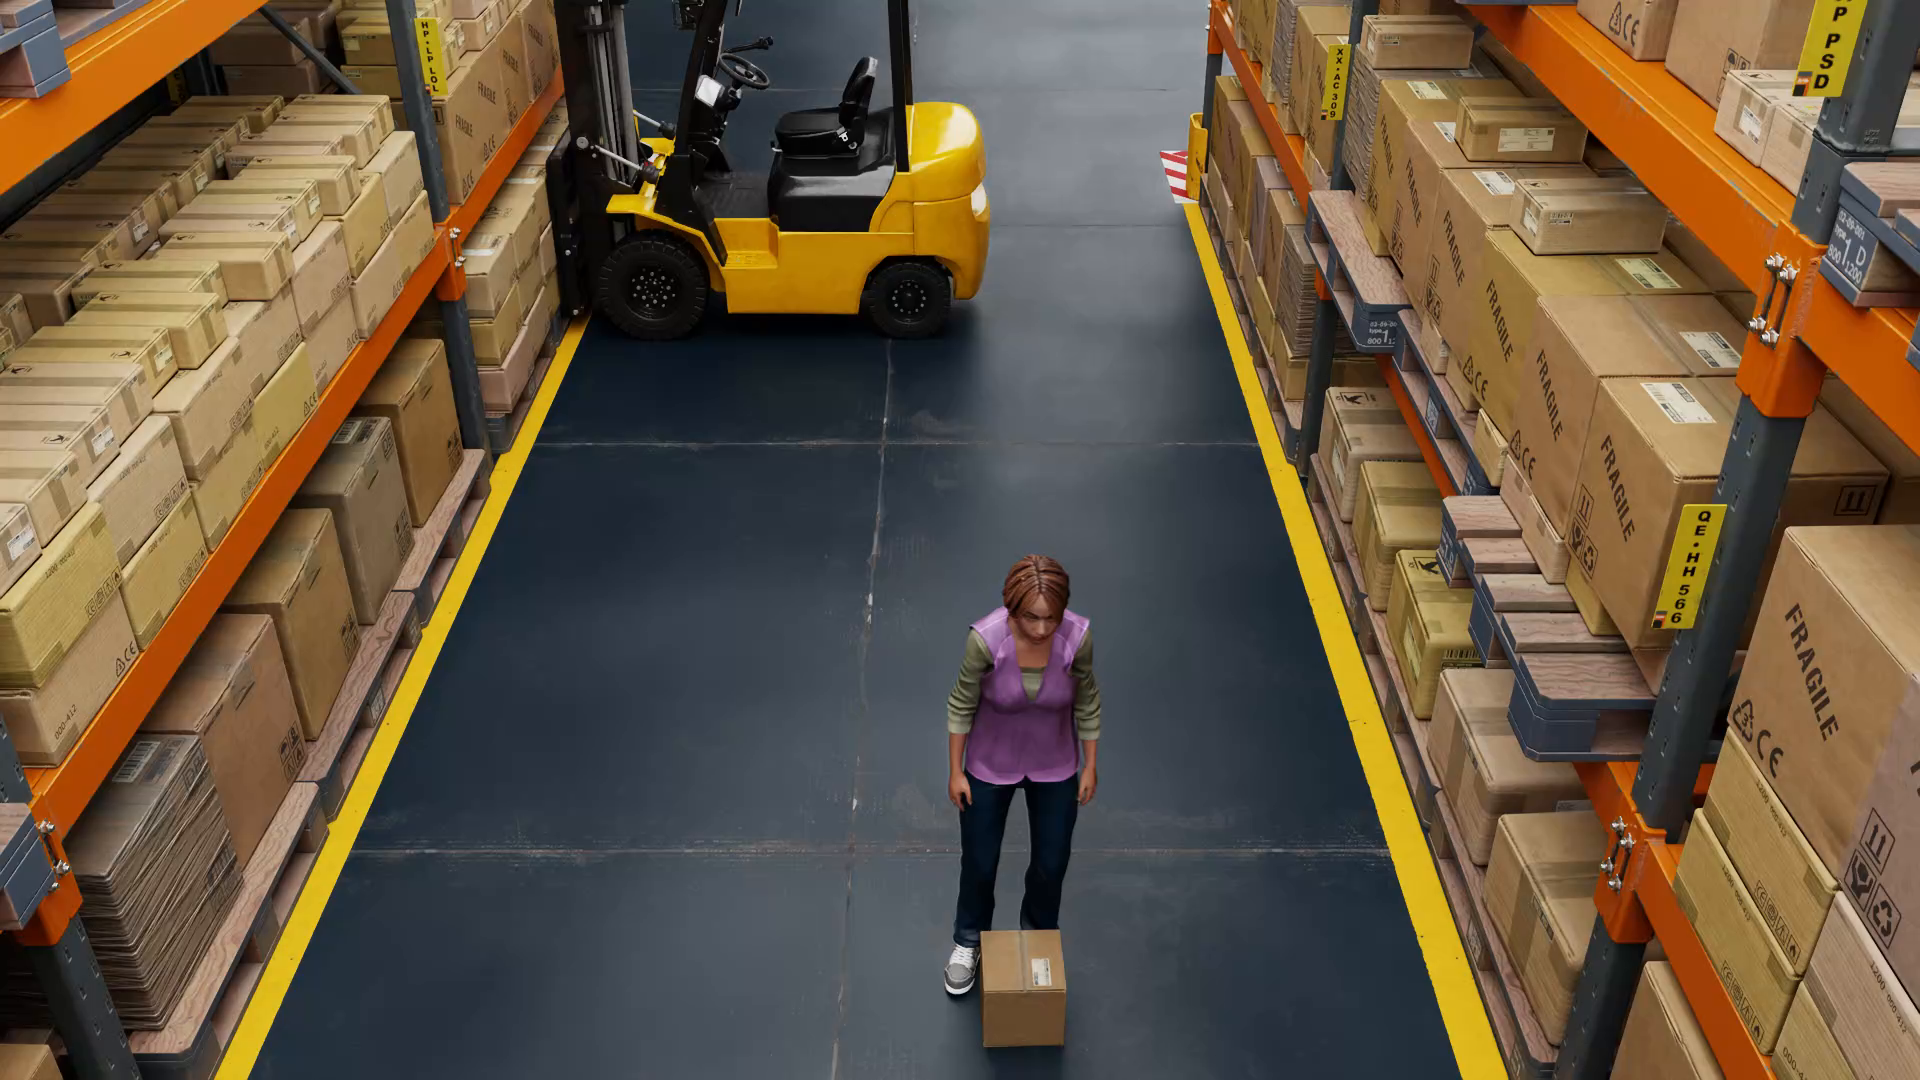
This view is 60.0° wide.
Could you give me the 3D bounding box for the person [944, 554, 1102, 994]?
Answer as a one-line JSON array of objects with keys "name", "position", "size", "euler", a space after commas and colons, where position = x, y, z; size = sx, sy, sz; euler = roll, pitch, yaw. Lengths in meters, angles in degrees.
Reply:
[{"name": "person", "position": [0.186, 0.709, 5.012], "size": [0.482, 1.592, 0.378], "euler": [-2, 32, -3]}]
